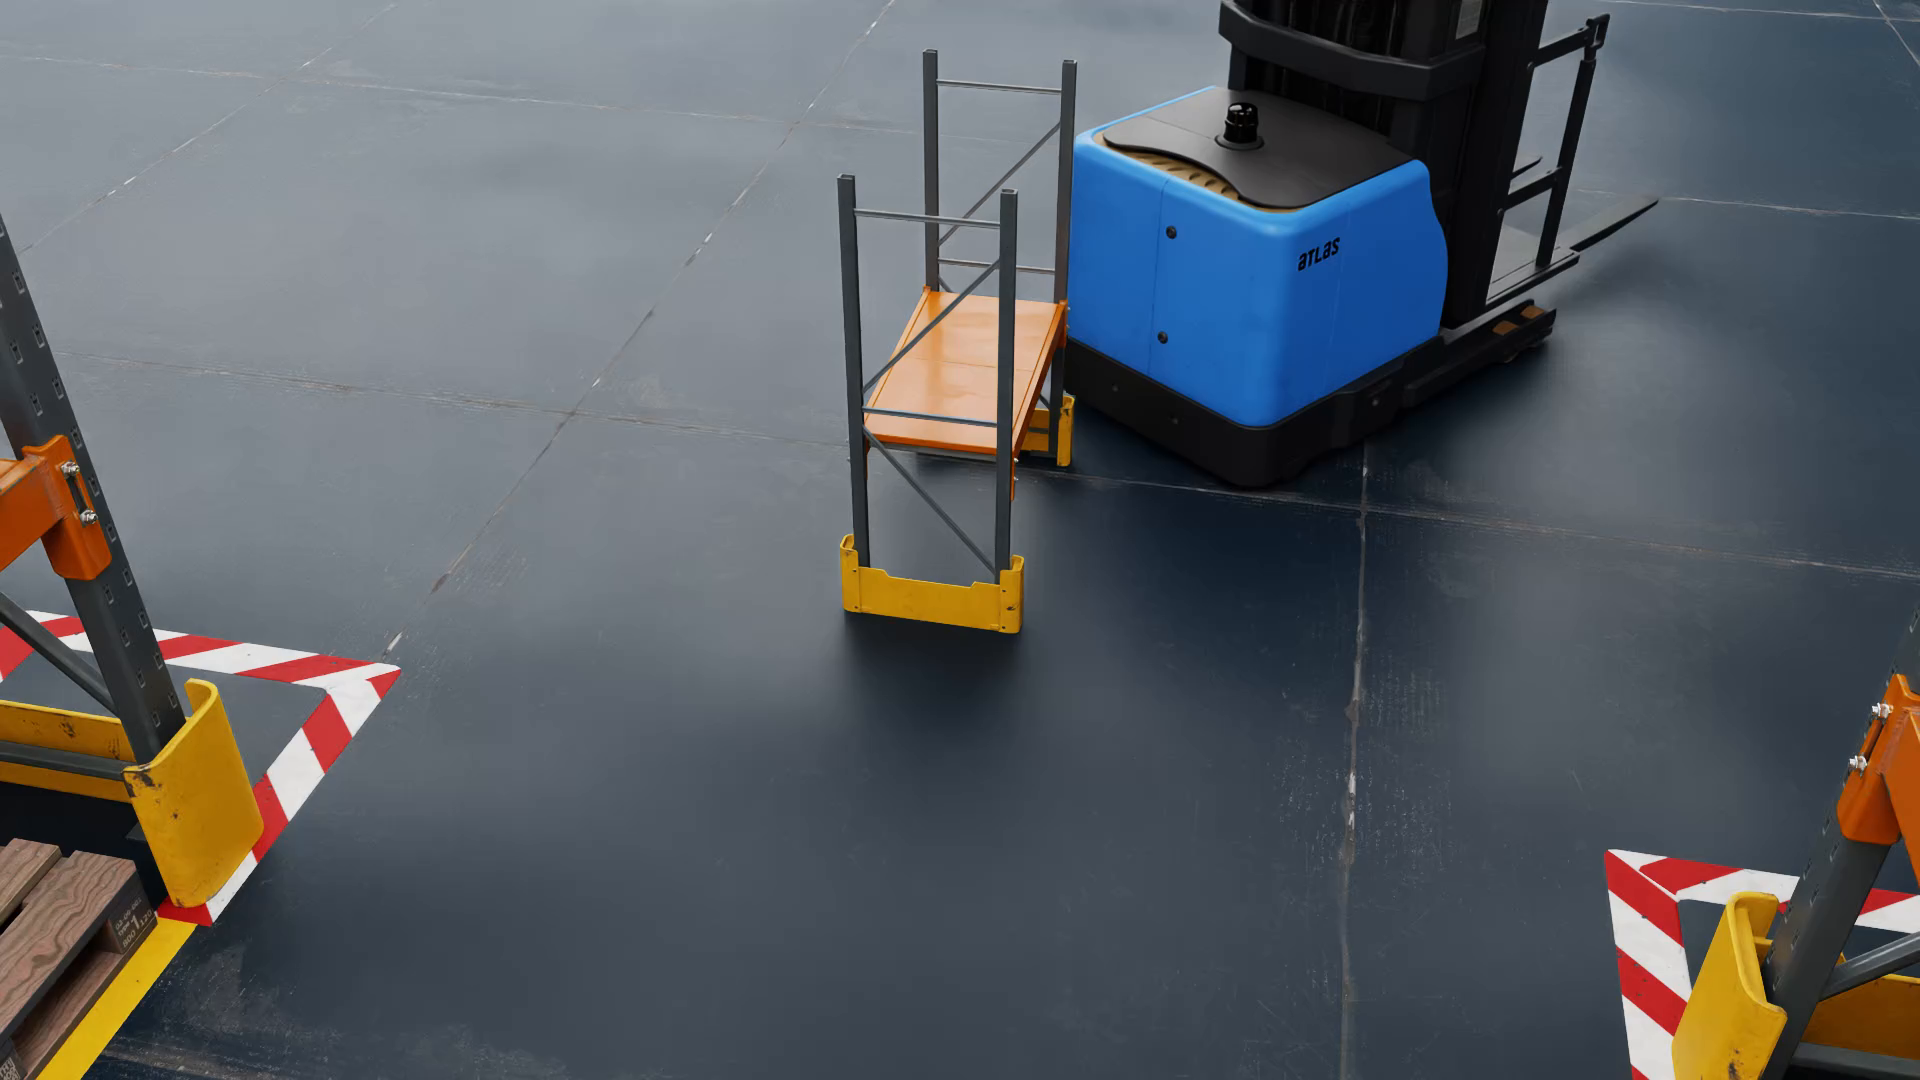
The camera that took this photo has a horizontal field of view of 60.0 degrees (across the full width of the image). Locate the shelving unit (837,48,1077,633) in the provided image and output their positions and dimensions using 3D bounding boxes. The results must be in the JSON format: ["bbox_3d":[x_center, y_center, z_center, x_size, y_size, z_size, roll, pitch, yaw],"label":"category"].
[{"bbox_3d":[0.016,-0.651,5.370,0.587,1.500,1.083,7,37,10],"label":"shelving unit"}]

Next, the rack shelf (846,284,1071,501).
[{"bbox_3d":[0.018,-0.511,5.483,0.538,0.185,1.000,7,37,10],"label":"rack shelf"}]

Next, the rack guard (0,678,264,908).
[{"bbox_3d":[-2.534,0.608,4.485,1.175,0.500,0.348,7,37,10],"label":"rack guard"}]

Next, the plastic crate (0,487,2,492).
[{"bbox_3d":[-2.378,-0.069,3.416,0.499,0.251,0.616,7,37,10],"label":"plastic crate"}]

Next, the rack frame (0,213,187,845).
[{"bbox_3d":[-2.564,-0.454,3.820,1.000,3.000,0.127,7,37,10],"label":"rack frame"}]

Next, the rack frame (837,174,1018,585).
[{"bbox_3d":[-0.090,-0.365,4.975,0.500,1.500,0.032,7,37,10],"label":"rack frame"}]

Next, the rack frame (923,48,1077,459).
[{"bbox_3d":[0.127,-0.948,5.779,0.500,1.500,0.032,7,37,10],"label":"rack frame"}]

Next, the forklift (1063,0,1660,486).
[{"bbox_3d":[1.807,-2.111,6.165,3.031,2.935,1.130,-28,44,-33],"label":"forklift"}]

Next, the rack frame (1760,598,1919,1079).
[{"bbox_3d":[2.274,0.169,2.960,1.000,3.000,0.127,7,37,10],"label":"rack frame"}]

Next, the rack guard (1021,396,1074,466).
[{"bbox_3d":[0.123,-0.430,6.131,0.587,0.250,0.087,7,37,10],"label":"rack guard"}]

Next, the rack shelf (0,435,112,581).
[{"bbox_3d":[-2.991,0.984,2.449,1.077,0.370,4.000,7,37,10],"label":"rack shelf"}]

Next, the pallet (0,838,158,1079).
[{"bbox_3d":[-2.713,1.190,3.928,1.003,0.211,1.213,7,37,10],"label":"pallet"}]

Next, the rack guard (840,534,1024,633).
[{"bbox_3d":[-0.090,0.141,5.343,0.587,0.250,0.087,7,37,10],"label":"rack guard"}]

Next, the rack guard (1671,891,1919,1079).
[{"bbox_3d":[2.280,1.168,3.713,1.175,0.500,0.348,7,37,10],"label":"rack guard"}]

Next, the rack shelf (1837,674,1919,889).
[{"bbox_3d":[1.847,1.607,1.589,1.077,0.370,4.000,7,37,10],"label":"rack shelf"}]
